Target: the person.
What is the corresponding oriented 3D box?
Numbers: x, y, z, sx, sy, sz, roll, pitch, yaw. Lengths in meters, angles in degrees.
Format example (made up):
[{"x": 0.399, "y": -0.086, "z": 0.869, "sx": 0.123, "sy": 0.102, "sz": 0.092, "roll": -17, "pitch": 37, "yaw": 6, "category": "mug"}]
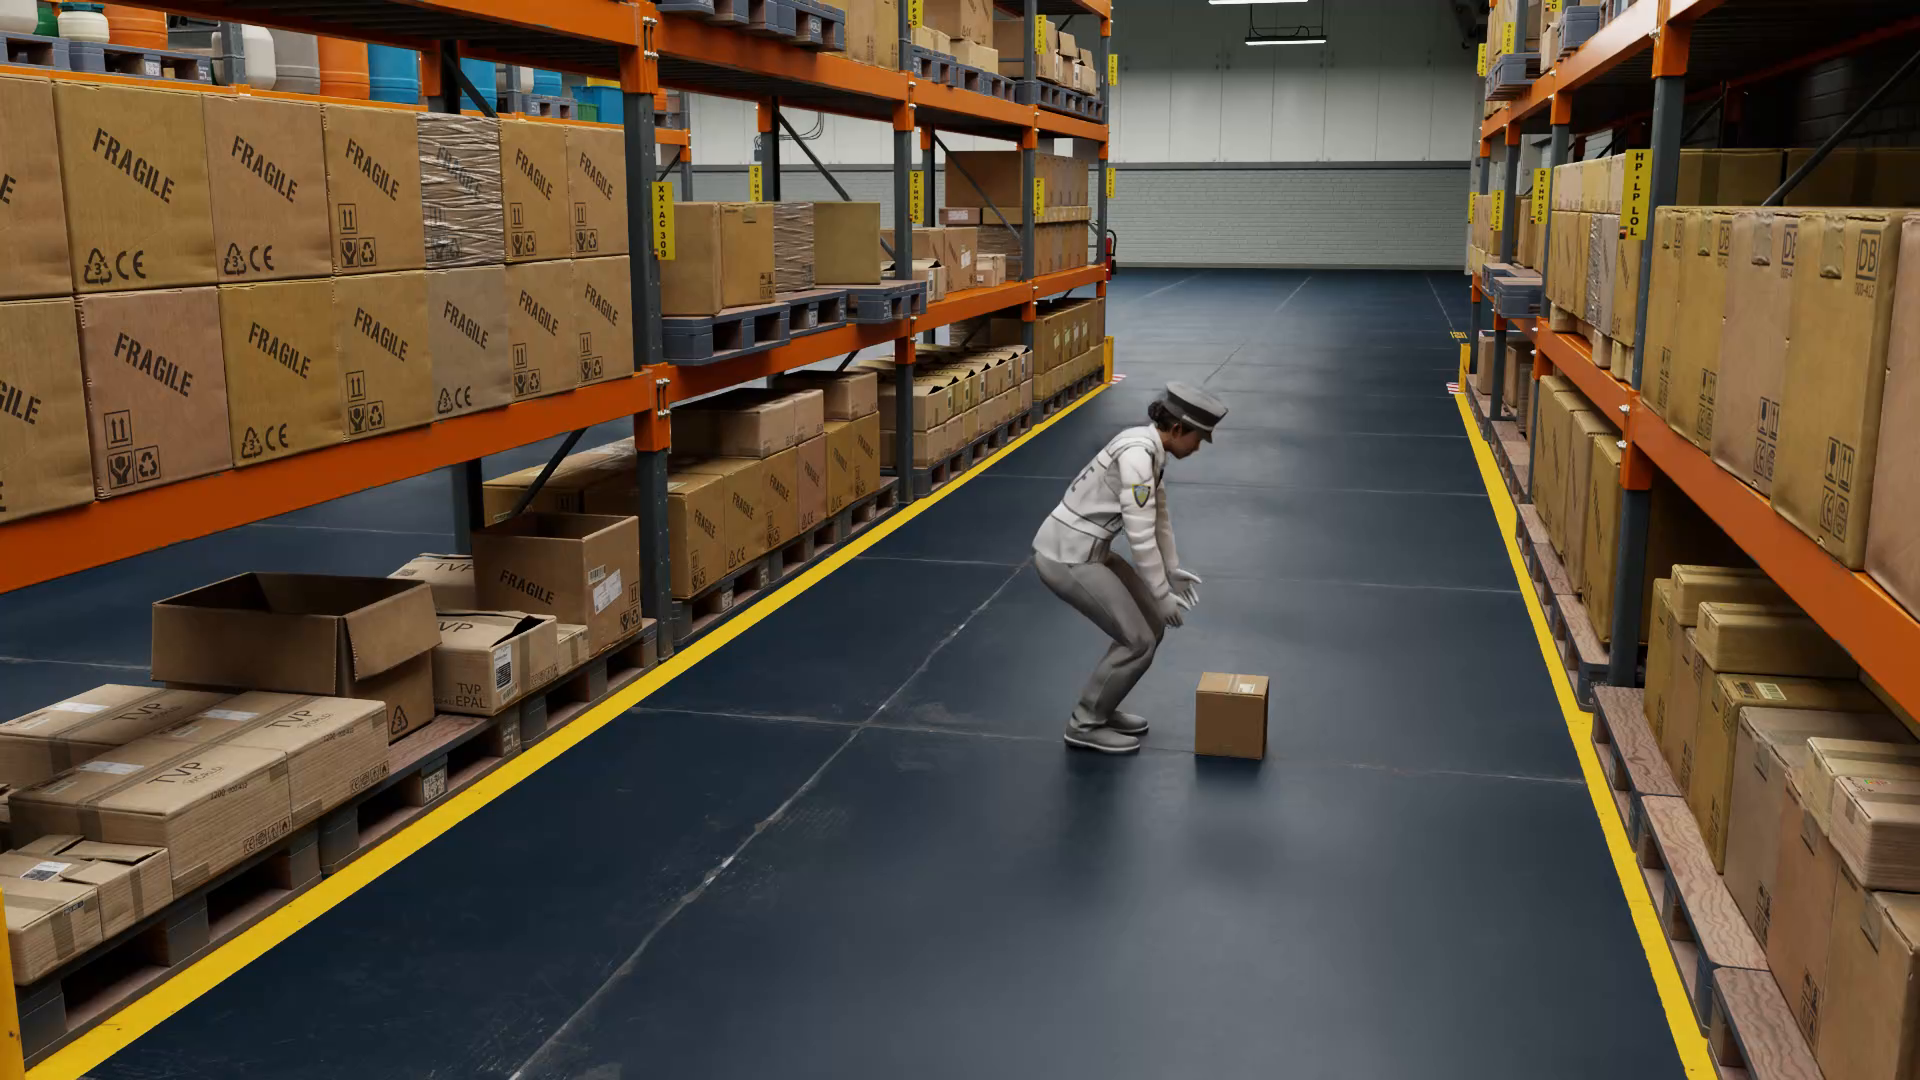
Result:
[{"x": 0.634, "y": 0.090, "z": 6.262, "sx": 0.709, "sy": 1.371, "sz": 0.535, "roll": 3, "pitch": 12, "yaw": 14, "category": "person"}]
